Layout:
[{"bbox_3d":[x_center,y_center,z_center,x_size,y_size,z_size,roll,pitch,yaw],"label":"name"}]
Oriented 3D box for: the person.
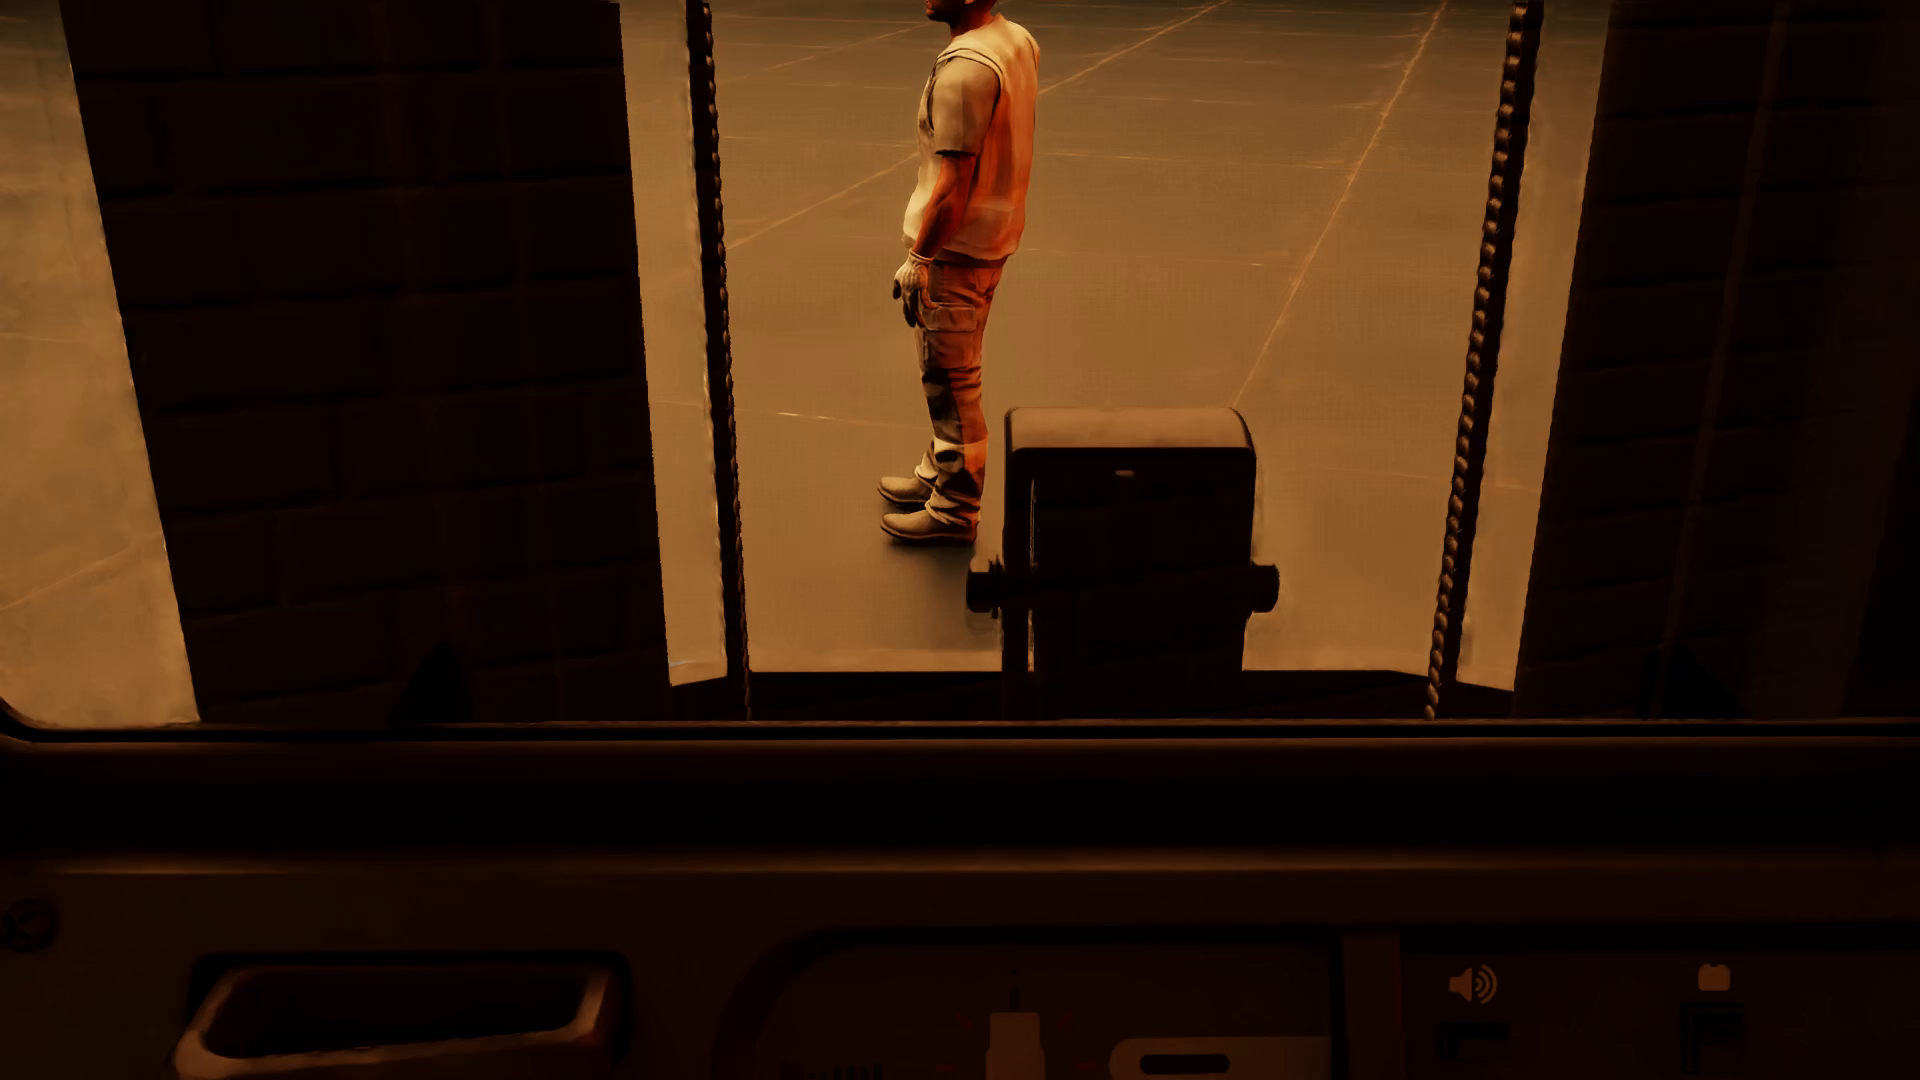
[{"bbox_3d":[-0.074,-0.848,4.809,0.562,1.790,0.637,7,23,16],"label":"person"}]
